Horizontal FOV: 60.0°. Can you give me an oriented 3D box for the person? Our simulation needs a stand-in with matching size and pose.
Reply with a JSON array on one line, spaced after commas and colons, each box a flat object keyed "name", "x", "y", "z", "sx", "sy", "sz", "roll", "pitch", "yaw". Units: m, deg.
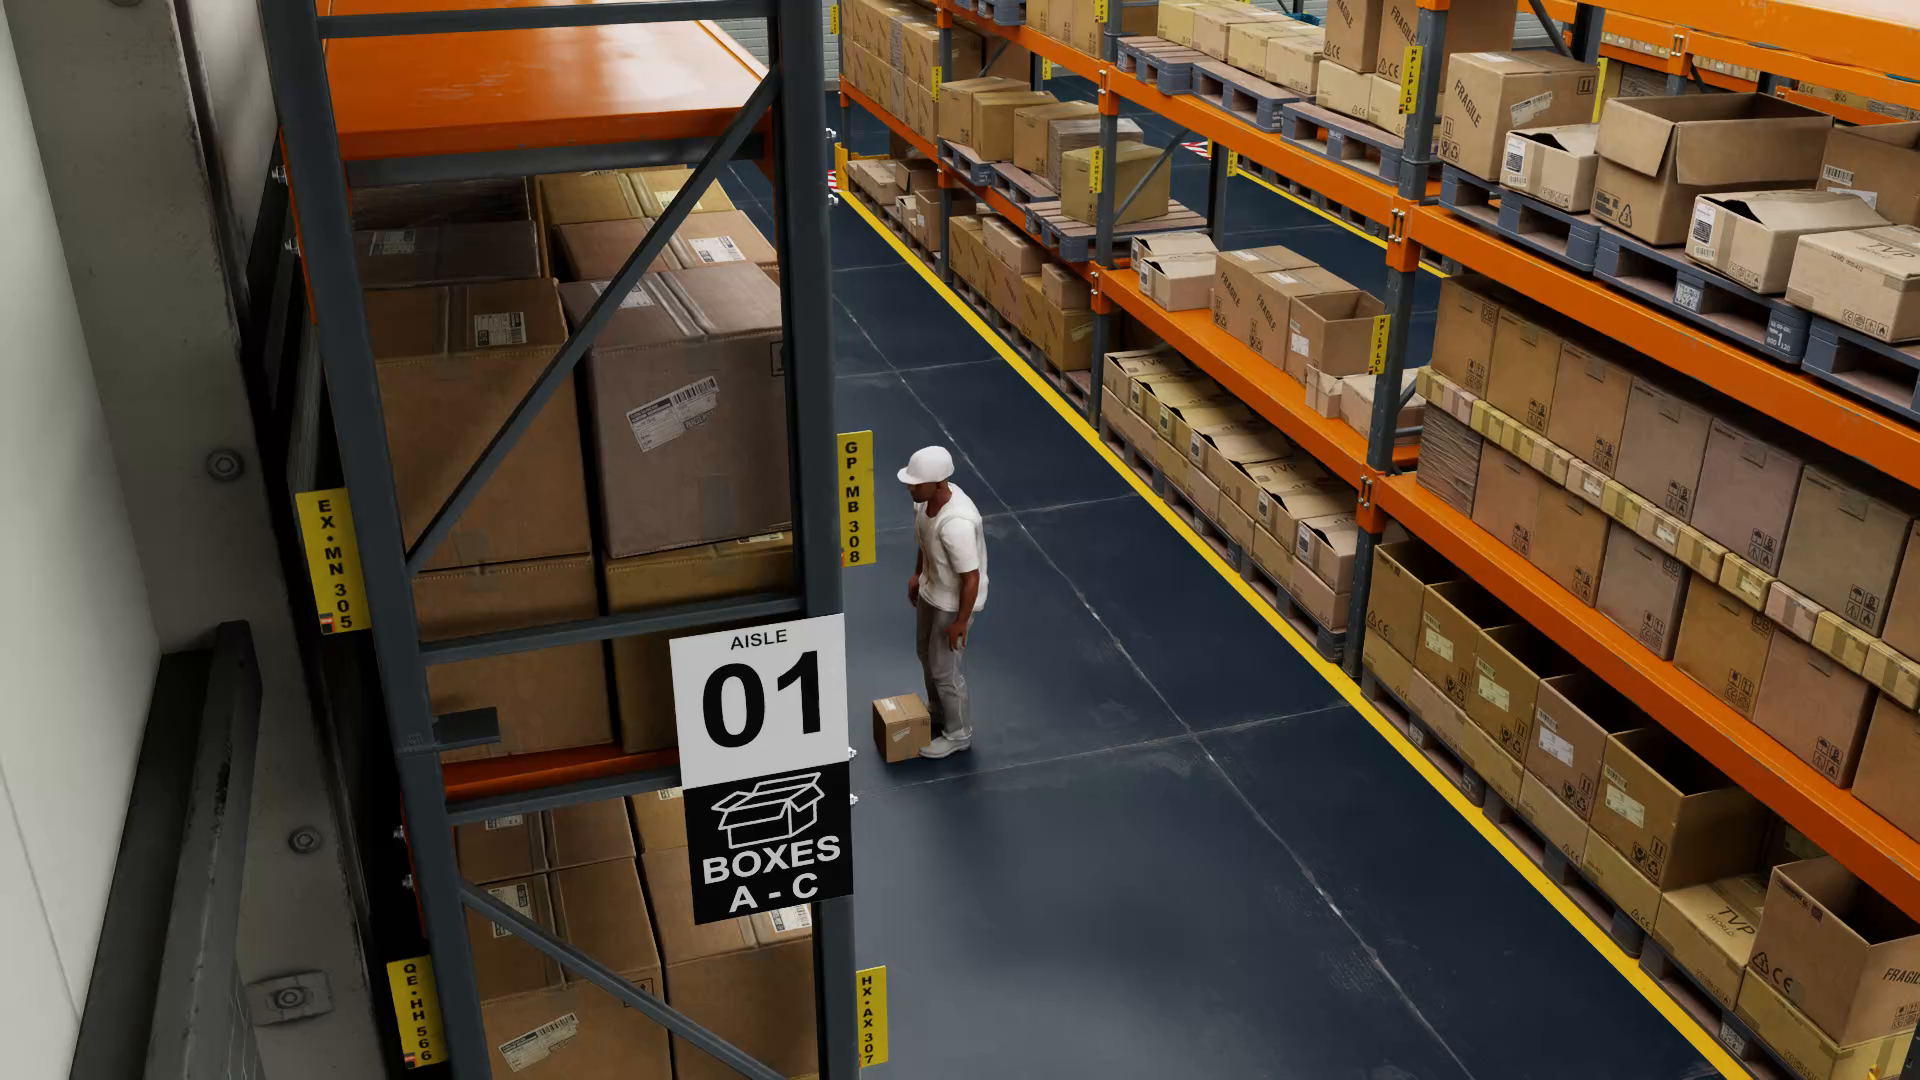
[{"name": "person", "x": -0.102, "y": 0.310, "z": 8.717, "sx": 0.457, "sy": 1.756, "sz": 0.635, "roll": -10, "pitch": 28, "yaw": -19}]
